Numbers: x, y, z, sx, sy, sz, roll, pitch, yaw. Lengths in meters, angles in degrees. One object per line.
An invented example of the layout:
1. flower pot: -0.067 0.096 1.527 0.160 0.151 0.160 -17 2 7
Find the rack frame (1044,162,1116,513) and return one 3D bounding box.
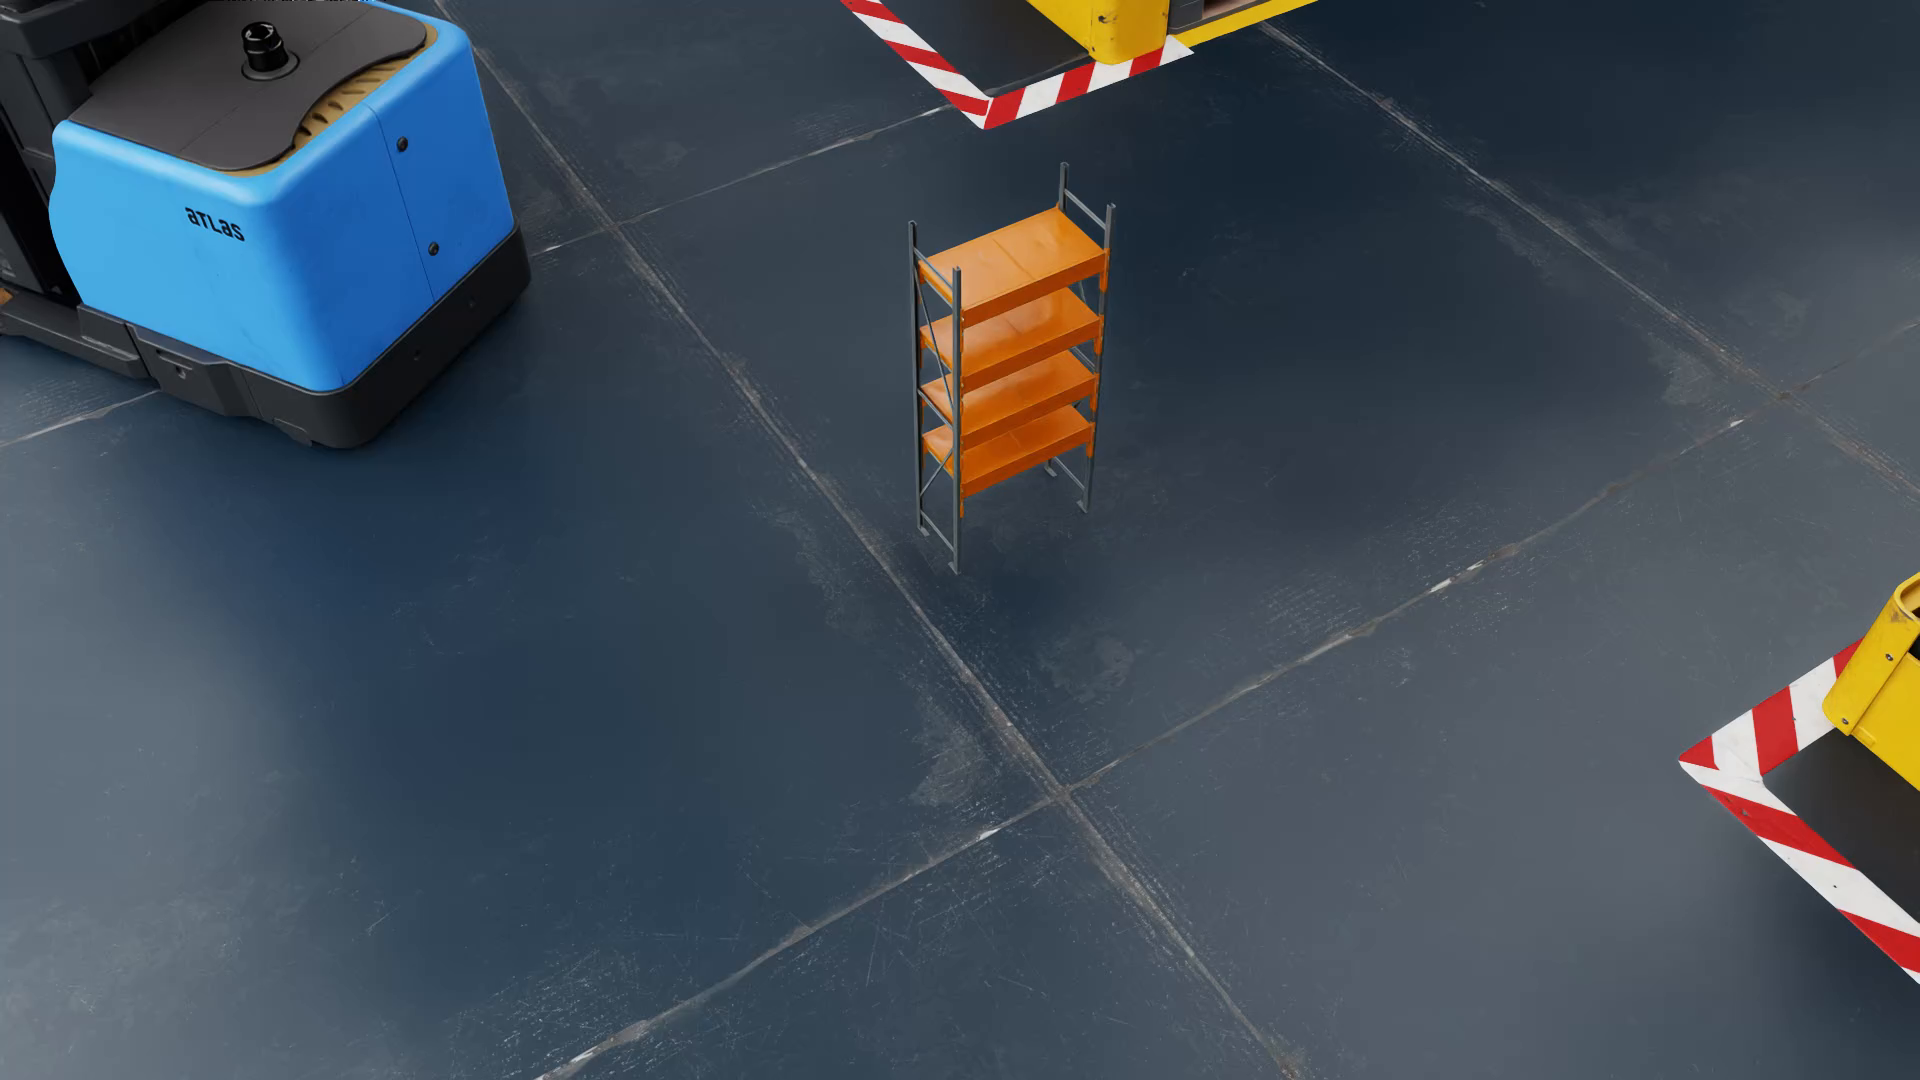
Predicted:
1. rack frame: 0.346 -0.562 4.947 0.015 1.200 0.240 -25 53 -21

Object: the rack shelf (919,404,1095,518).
1. rack shelf: 0.140 -0.288 5.059 0.480 0.148 0.258 -25 53 -21

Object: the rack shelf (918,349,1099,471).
1. rack shelf: 0.140 -0.420 4.911 0.480 0.148 0.258 -25 53 -21

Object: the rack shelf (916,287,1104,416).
1. rack shelf: 0.140 -0.569 4.744 0.480 0.148 0.258 -25 53 -21

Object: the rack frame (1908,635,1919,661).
1. rack frame: 2.948 -0.225 3.442 0.127 3.000 1.000 -25 53 -21

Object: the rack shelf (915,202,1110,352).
1. rack shelf: 0.140 -0.726 4.567 0.480 0.148 0.258 -25 53 -21

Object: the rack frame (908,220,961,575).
1. rack frame: -0.066 -0.368 4.774 0.015 1.200 0.240 -25 53 -21

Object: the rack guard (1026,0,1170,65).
1. rack guard: 0.452 -2.597 7.228 0.348 0.500 1.175 -25 53 -21

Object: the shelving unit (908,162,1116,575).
1. shelving unit: 0.140 -0.465 4.861 0.503 1.200 0.258 -25 53 -21

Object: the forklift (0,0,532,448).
1. forklift: -3.099 -2.043 5.107 3.031 2.935 1.130 20 51 17

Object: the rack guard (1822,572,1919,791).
1. rack guard: 2.928 0.616 4.367 0.348 0.500 1.175 -25 53 -21

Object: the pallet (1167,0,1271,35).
1. pallet: 1.158 -2.802 7.604 1.213 0.211 1.003 -25 53 -21
